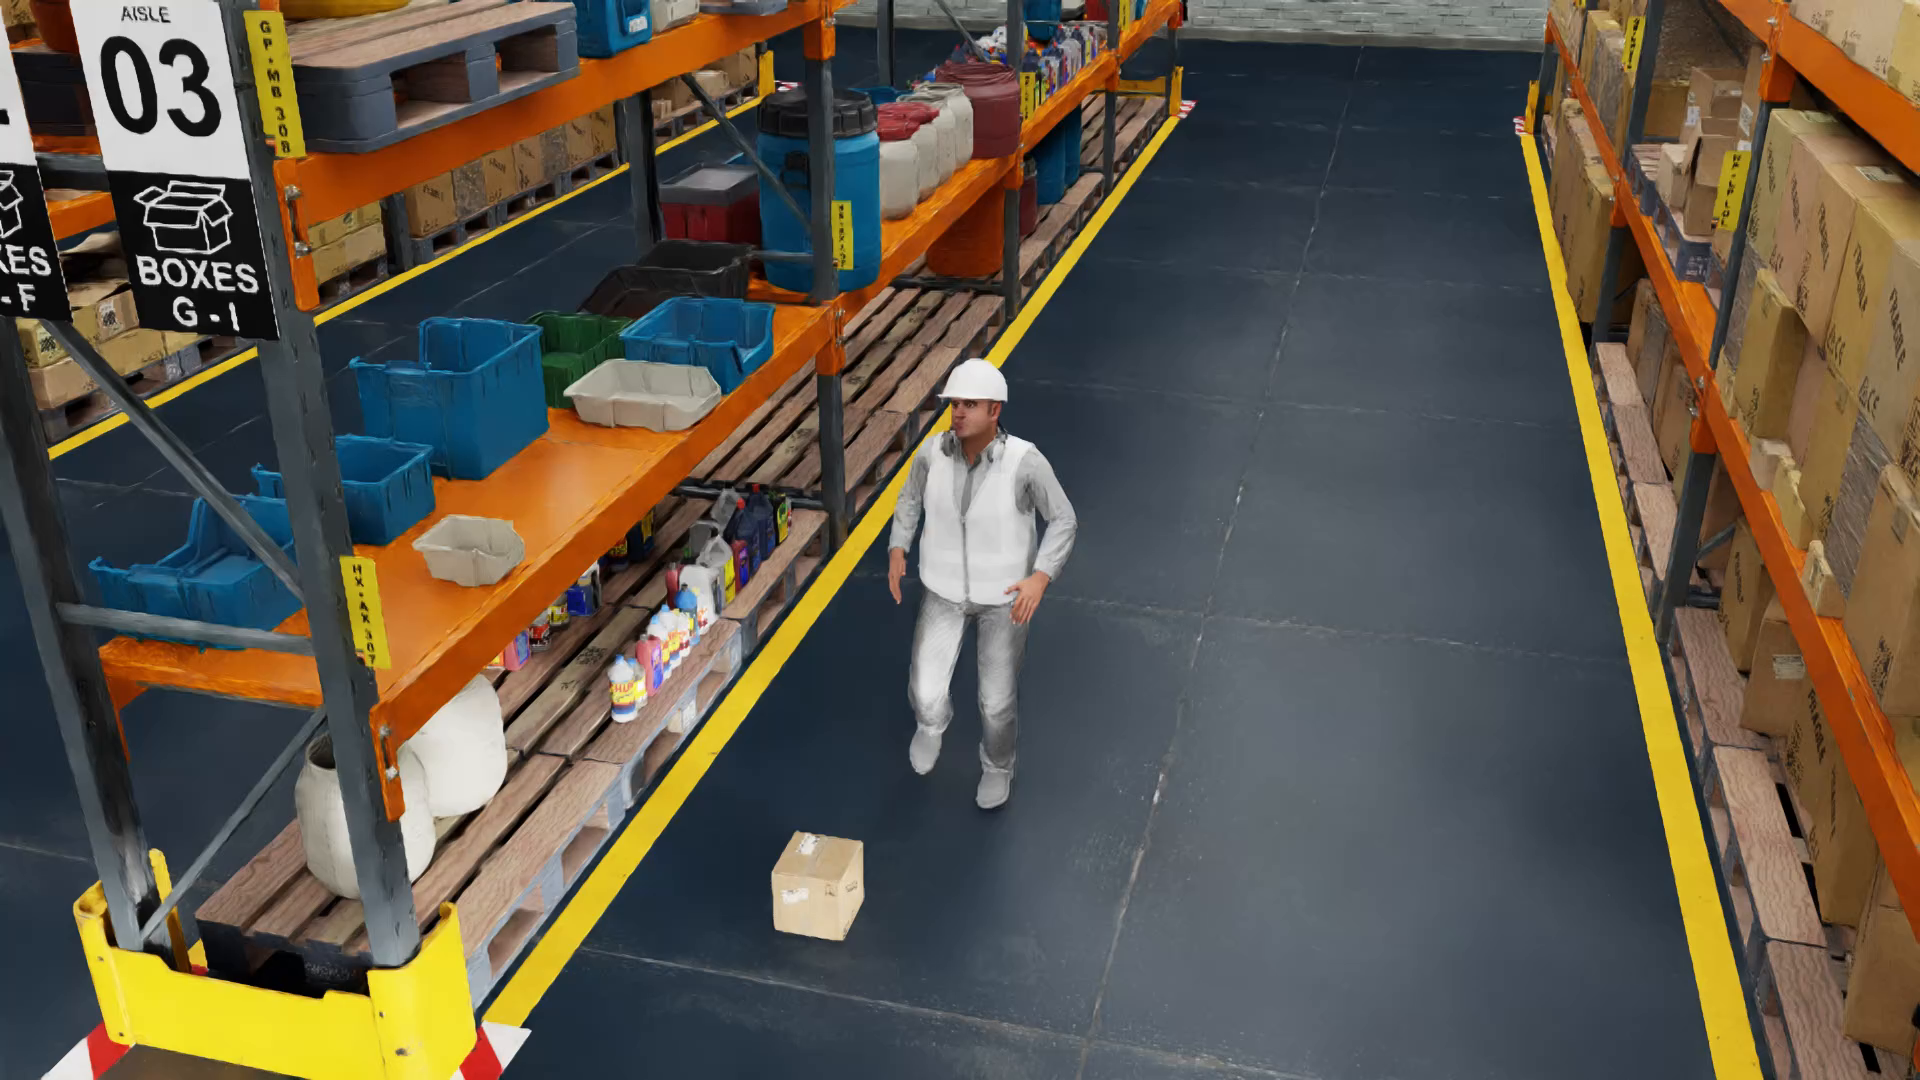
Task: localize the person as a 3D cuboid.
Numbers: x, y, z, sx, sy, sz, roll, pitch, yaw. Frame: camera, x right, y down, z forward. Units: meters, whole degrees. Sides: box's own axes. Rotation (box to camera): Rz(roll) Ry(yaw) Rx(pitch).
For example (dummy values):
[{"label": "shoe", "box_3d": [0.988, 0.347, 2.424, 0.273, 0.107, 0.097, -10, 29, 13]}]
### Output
[{"label": "person", "box_3d": [0.063, 0.193, 6.204, 0.716, 1.747, 0.504, 5, 26, 11]}]
